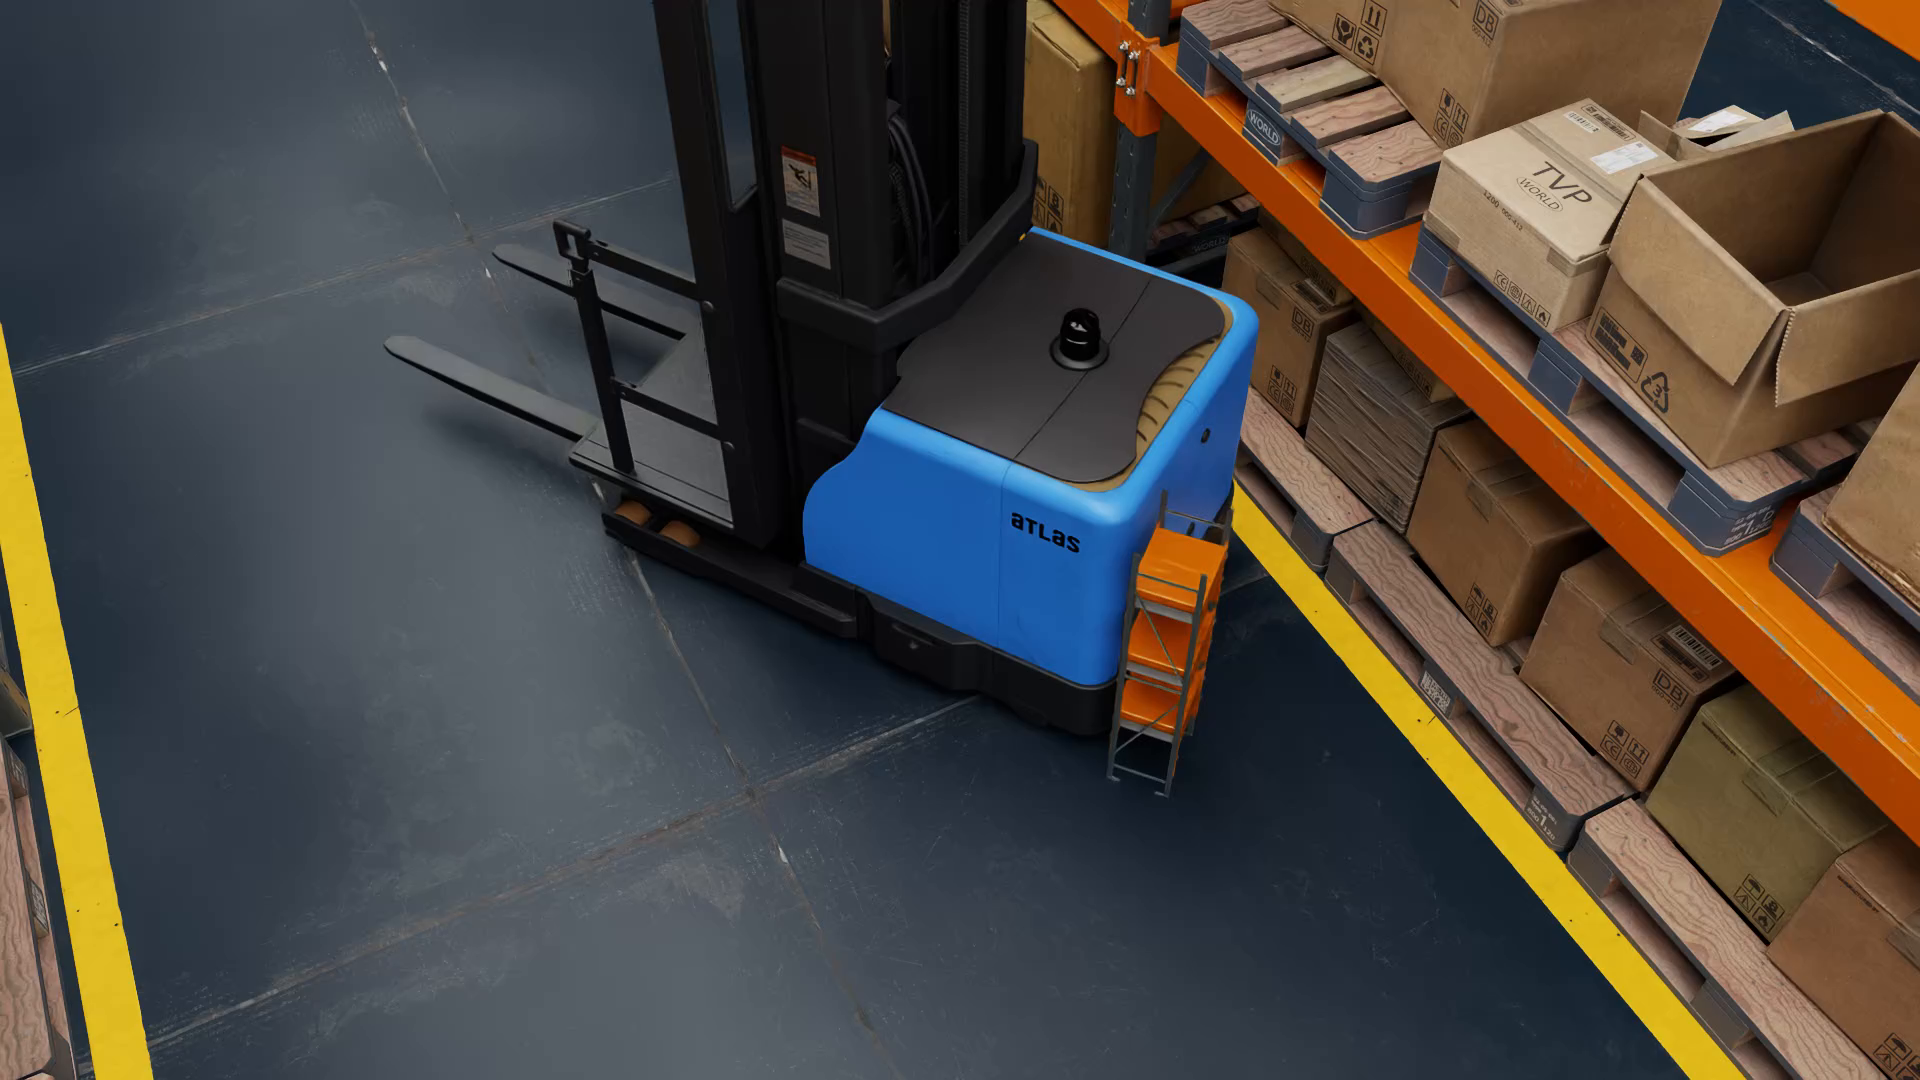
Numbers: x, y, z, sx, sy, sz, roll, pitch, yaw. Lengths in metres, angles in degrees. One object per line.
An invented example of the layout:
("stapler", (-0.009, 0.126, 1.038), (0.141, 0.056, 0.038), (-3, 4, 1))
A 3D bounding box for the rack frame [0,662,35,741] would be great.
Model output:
("rack frame", (-3.381, -0.258, 3.983), (1.000, 3.000, 0.127), (-21, 52, -18))

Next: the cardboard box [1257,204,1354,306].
("cardboard box", (1.356, -1.095, 5.585), (0.500, 0.250, 0.500), (-19, 52, -16))

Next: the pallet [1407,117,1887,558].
("pallet", (1.965, -0.590, 4.401), (1.003, 0.211, 1.213), (-21, 52, -18))

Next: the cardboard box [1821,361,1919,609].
("cardboard box", (2.614, -0.203, 3.257), (1.000, 1.000, 1.000), (-21, 52, -17))

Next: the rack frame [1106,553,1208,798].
("rack frame", (0.544, 0.409, 4.694), (0.200, 1.050, 0.008), (17, 51, 14))

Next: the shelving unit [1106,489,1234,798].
("shelving unit", (0.590, 0.324, 4.769), (0.215, 1.050, 0.252), (17, 51, 14))

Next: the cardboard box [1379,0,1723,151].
("cardboard box", (1.650, -1.448, 4.679), (0.700, 0.500, 0.500), (-14, 50, -12))

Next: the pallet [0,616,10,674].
("pallet", (-3.779, 0.147, 5.482), (1.003, 0.211, 1.213), (-21, 52, -18))

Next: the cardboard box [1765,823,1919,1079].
("cardboard box", (2.591, 0.973, 4.275), (0.700, 0.500, 0.500), (-25, 53, -20))

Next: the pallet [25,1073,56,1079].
("pallet", (-2.507, 2.007, 3.854), (1.003, 0.211, 1.213), (-21, 52, -18))

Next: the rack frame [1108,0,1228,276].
("rack frame", (1.023, -1.964, 5.475), (1.000, 3.000, 0.127), (-21, 52, -18))

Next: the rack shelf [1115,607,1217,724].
("rack shelf", (0.590, 0.331, 4.777), (0.215, 0.259, 0.240), (17, 51, 14))

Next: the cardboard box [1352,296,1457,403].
("cardboard box", (1.608, -0.743, 5.277), (0.500, 0.250, 0.500), (-16, 51, -13))

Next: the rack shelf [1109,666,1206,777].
("rack shelf", (0.590, 0.514, 4.986), (0.215, 0.259, 0.240), (17, 51, 14))

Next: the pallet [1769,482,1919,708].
("pallet", (2.633, 0.215, 3.697), (1.003, 0.211, 1.213), (-21, 52, -18))

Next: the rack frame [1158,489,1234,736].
("rack frame", (0.636, 0.239, 4.843), (0.200, 1.050, 0.008), (17, 51, 14))

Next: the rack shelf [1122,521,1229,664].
("rack shelf", (0.590, 0.145, 4.563), (0.215, 0.259, 0.240), (17, 51, 14))

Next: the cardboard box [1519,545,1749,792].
("cardboard box", (2.133, 0.273, 4.887), (0.700, 0.500, 0.500), (-25, 53, -21))

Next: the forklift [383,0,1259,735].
("forklift", (-0.631, -1.191, 4.844), (3.031, 2.935, 1.130), (23, 53, 19))

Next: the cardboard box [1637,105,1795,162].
("cardboard box", (2.026, -1.035, 4.473), (0.396, 0.266, 0.258), (-23, 53, -19))

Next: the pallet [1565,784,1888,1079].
("pallet", (2.495, 1.111, 4.638), (1.003, 0.211, 1.213), (-21, 52, -18))

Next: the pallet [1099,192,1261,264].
("pallet", (0.729, -1.600, 7.009), (1.003, 0.211, 1.213), (-21, 52, -18))

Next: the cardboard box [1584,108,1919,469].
("cardboard box", (1.978, -0.588, 3.924), (0.797, 0.503, 0.637), (-16, 51, -14))

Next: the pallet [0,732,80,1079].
("pallet", (-3.061, 1.192, 4.567), (1.003, 0.211, 1.213), (-21, 52, -18))

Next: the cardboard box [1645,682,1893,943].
("cardboard box", (2.390, 0.647, 4.560), (0.700, 0.500, 0.500), (-21, 52, -18))

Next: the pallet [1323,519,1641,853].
("pallet", (1.933, 0.293, 5.354), (1.003, 0.211, 1.213), (-21, 52, -18))

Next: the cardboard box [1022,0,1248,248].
("cardboard box", (0.725, -1.872, 6.527), (1.225, 0.875, 0.875), (-23, 53, -19))

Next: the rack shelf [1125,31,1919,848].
("rack shelf", (1.938, -0.389, 4.575), (1.077, 0.370, 4.000), (-21, 52, -18))

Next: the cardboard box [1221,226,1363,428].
("cardboard box", (1.347, -0.844, 5.864), (0.700, 0.500, 0.500), (-24, 53, -19))

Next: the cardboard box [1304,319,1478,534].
("cardboard box", (1.612, -0.478, 5.543), (0.700, 0.500, 0.500), (-25, 53, -20))

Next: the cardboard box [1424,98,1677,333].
("cardboard box", (1.585, -0.852, 4.323), (0.500, 0.250, 0.500), (-23, 53, -19))

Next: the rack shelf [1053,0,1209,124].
("rack shelf", (0.107, -3.066, 6.917), (1.077, 0.370, 4.000), (-21, 52, -18))

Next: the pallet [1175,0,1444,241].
("pallet", (1.443, -1.461, 5.162), (1.213, 0.211, 1.003), (-21, 52, -18))

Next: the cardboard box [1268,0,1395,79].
("cardboard box", (1.305, -1.788, 4.975), (0.500, 0.500, 0.500), (-27, 54, -22))

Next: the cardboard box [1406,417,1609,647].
("cardboard box", (1.878, -0.101, 5.214), (0.700, 0.500, 0.500), (-17, 51, -15))

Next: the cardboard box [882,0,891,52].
("cardboard box", (0.324, -2.471, 7.051), (1.225, 0.875, 0.875), (-21, 52, -17))

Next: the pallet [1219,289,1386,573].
("pallet", (1.379, -0.523, 6.067), (1.003, 0.211, 1.213), (-21, 52, -18))
